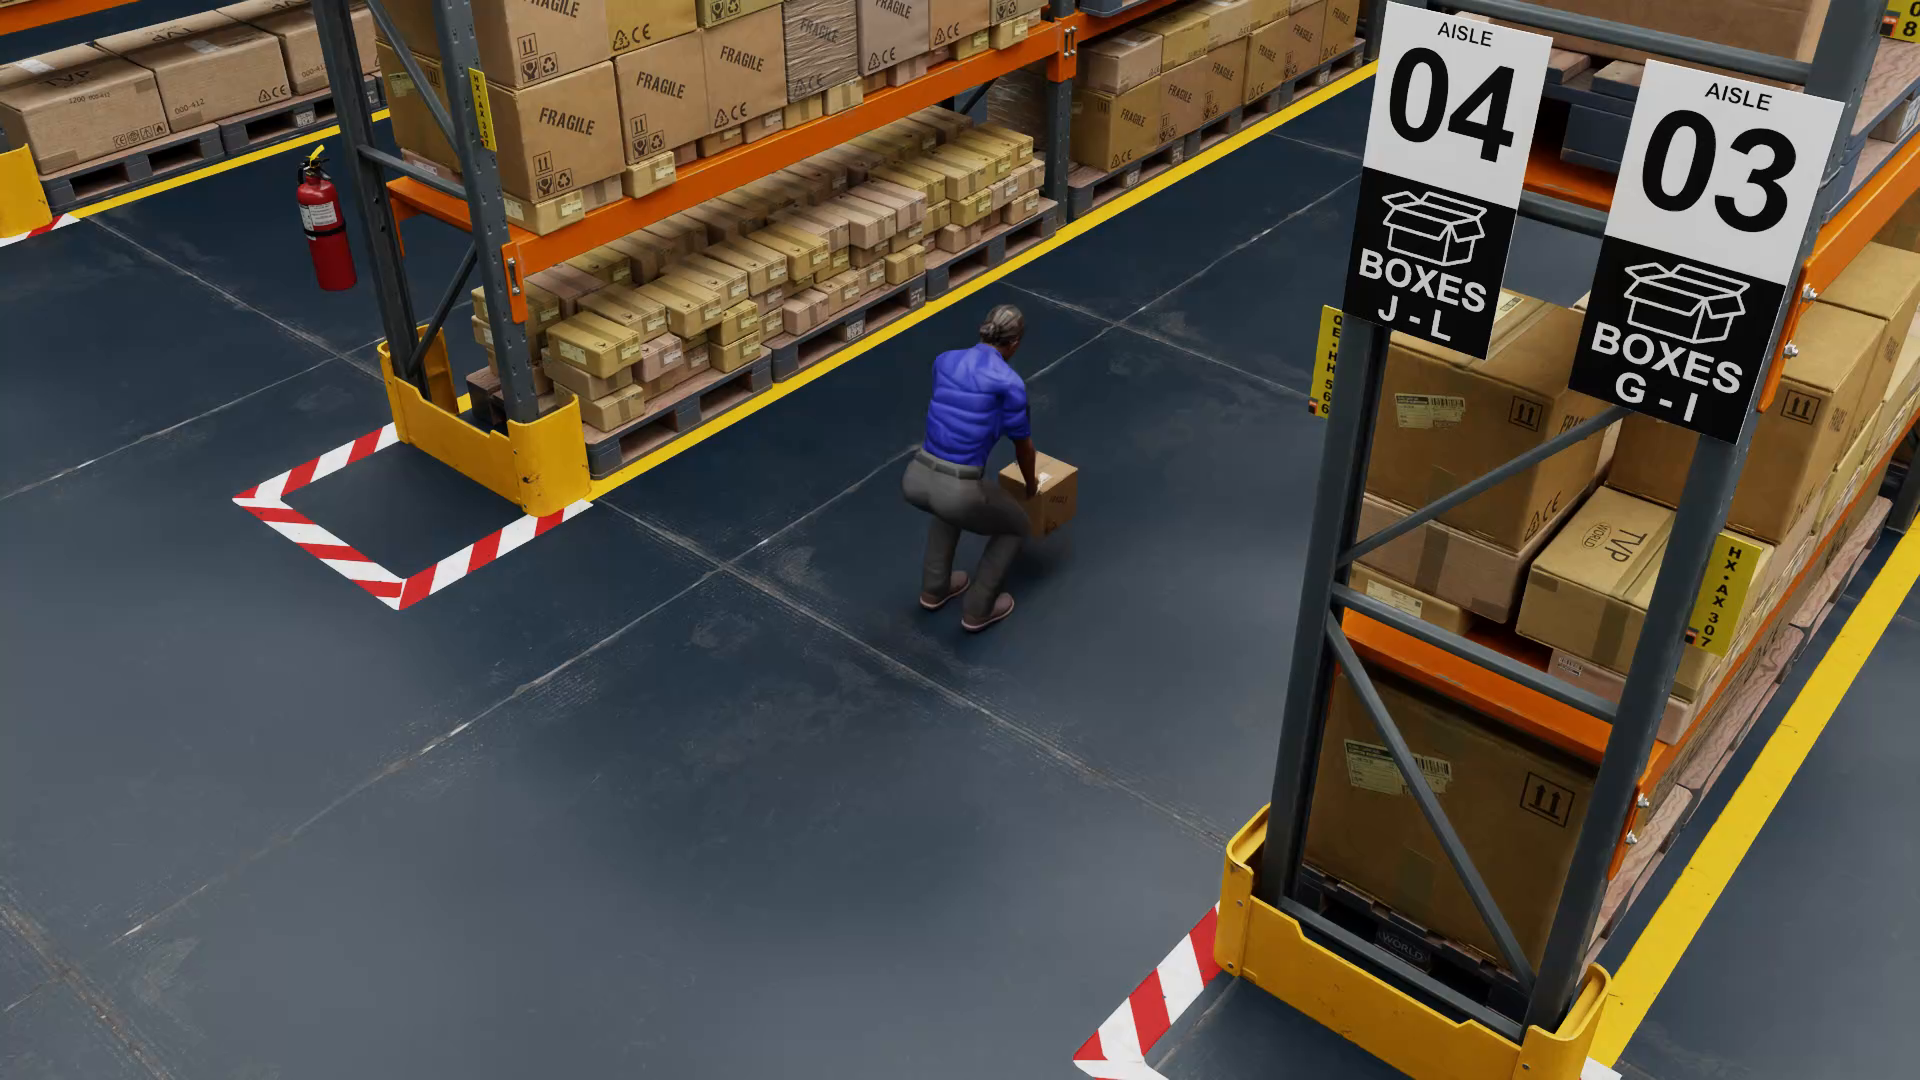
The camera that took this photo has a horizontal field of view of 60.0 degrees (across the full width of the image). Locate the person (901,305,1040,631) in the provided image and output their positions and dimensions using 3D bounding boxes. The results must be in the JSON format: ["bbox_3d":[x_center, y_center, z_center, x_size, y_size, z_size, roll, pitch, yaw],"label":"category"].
[{"bbox_3d":[0.031,-0.286,6.866,0.498,1.308,0.668,26,43,32],"label":"person"}]
